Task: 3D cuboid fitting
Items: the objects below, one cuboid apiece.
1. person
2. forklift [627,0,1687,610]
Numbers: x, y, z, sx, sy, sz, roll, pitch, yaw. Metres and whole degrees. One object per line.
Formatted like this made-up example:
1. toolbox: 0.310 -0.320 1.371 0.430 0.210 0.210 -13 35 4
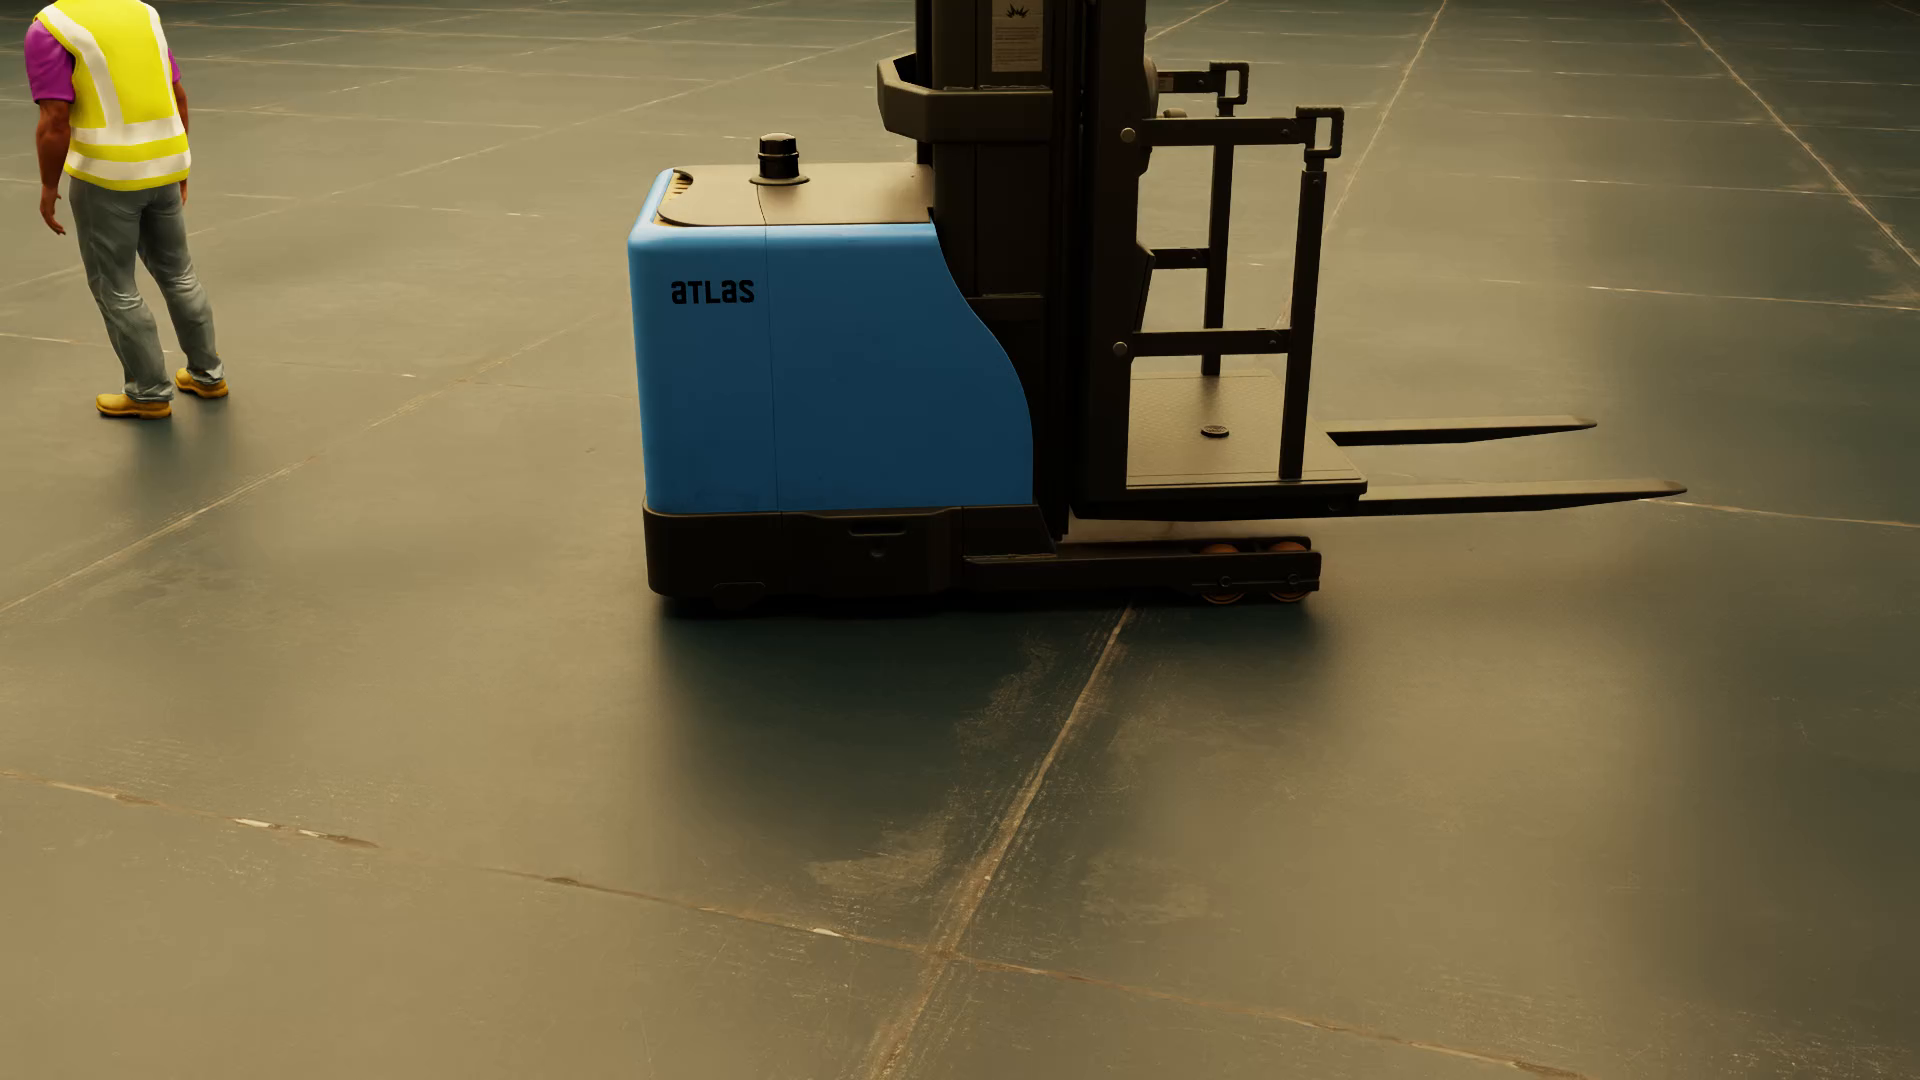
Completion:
1. person: -3.051 -1.327 6.032 0.456 1.761 0.637 9 24 22
2. forklift: 0.606 -1.374 4.608 3.031 2.935 1.130 -2 23 -4
